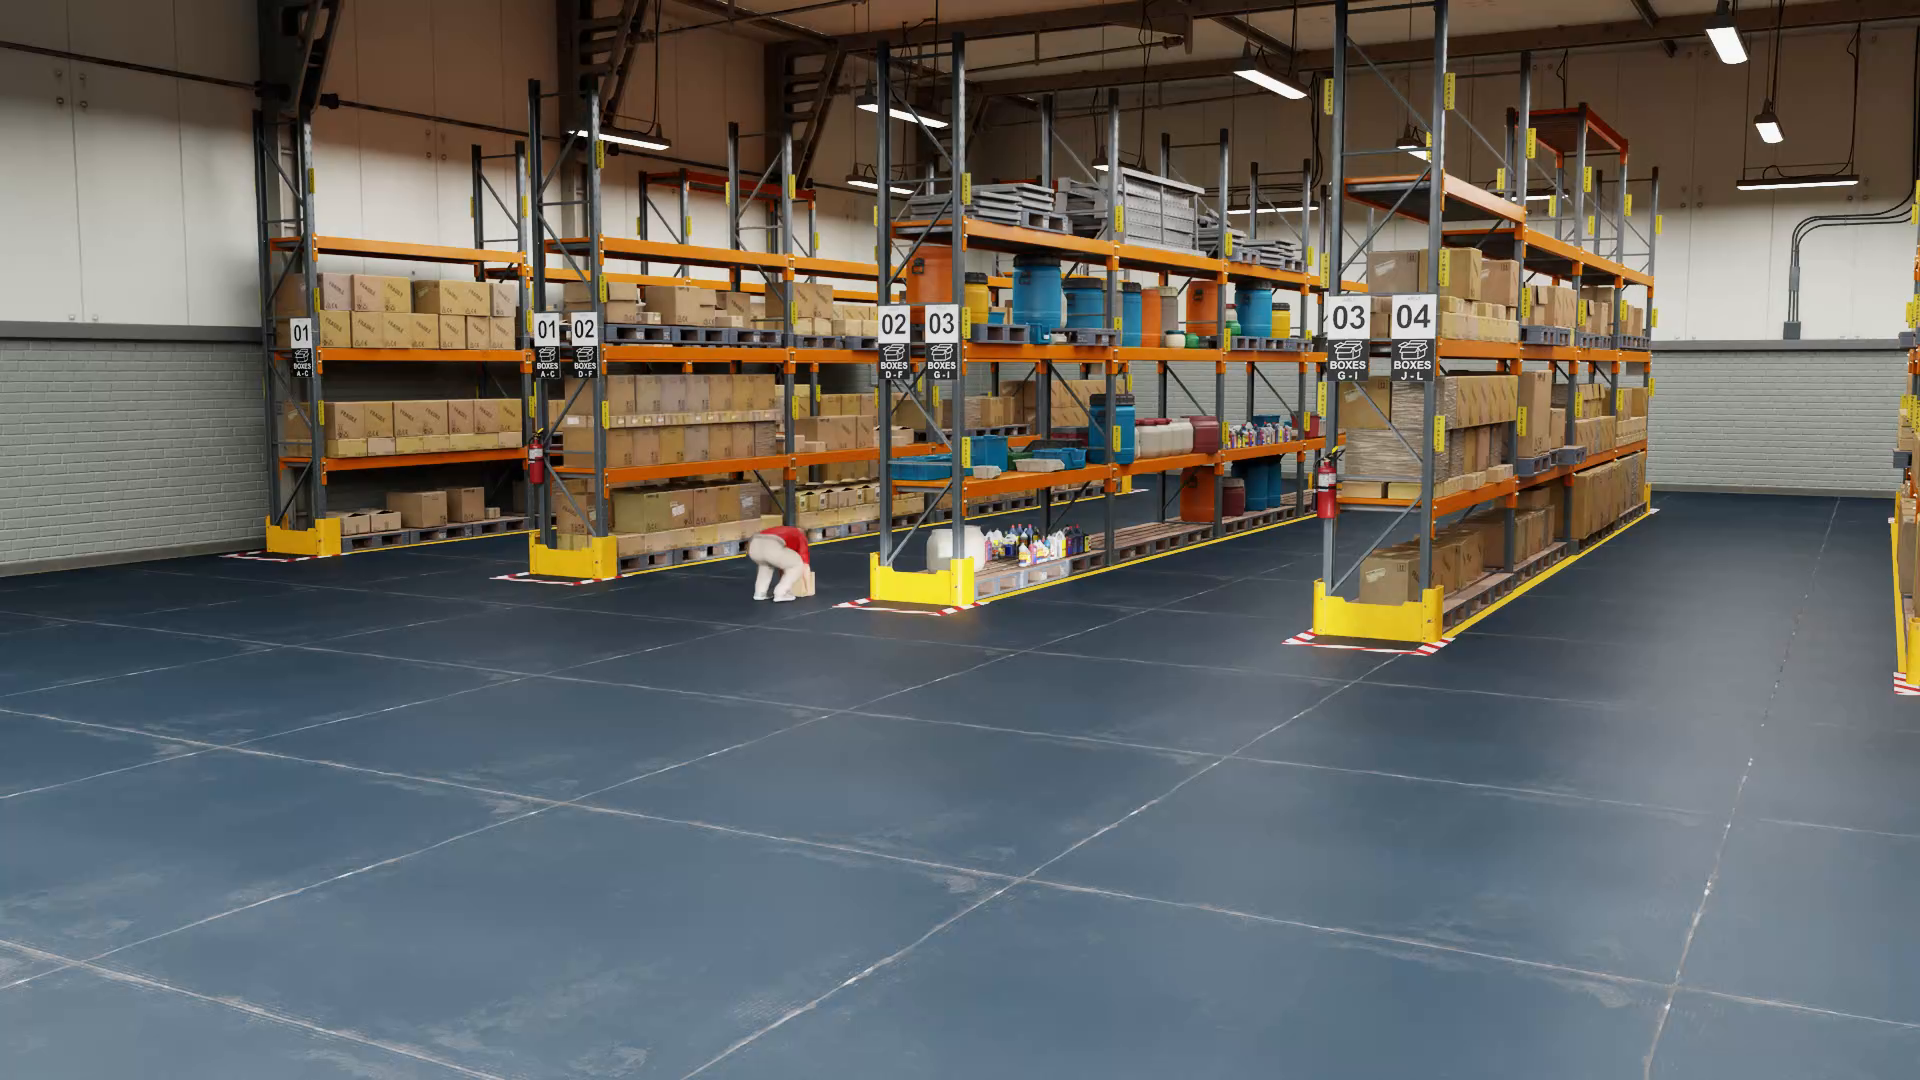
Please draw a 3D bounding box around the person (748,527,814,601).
[{"bbox_3d":[-1.967,0.258,18.361,0.536,0.814,0.954,3,7,27],"label":"person"}]
